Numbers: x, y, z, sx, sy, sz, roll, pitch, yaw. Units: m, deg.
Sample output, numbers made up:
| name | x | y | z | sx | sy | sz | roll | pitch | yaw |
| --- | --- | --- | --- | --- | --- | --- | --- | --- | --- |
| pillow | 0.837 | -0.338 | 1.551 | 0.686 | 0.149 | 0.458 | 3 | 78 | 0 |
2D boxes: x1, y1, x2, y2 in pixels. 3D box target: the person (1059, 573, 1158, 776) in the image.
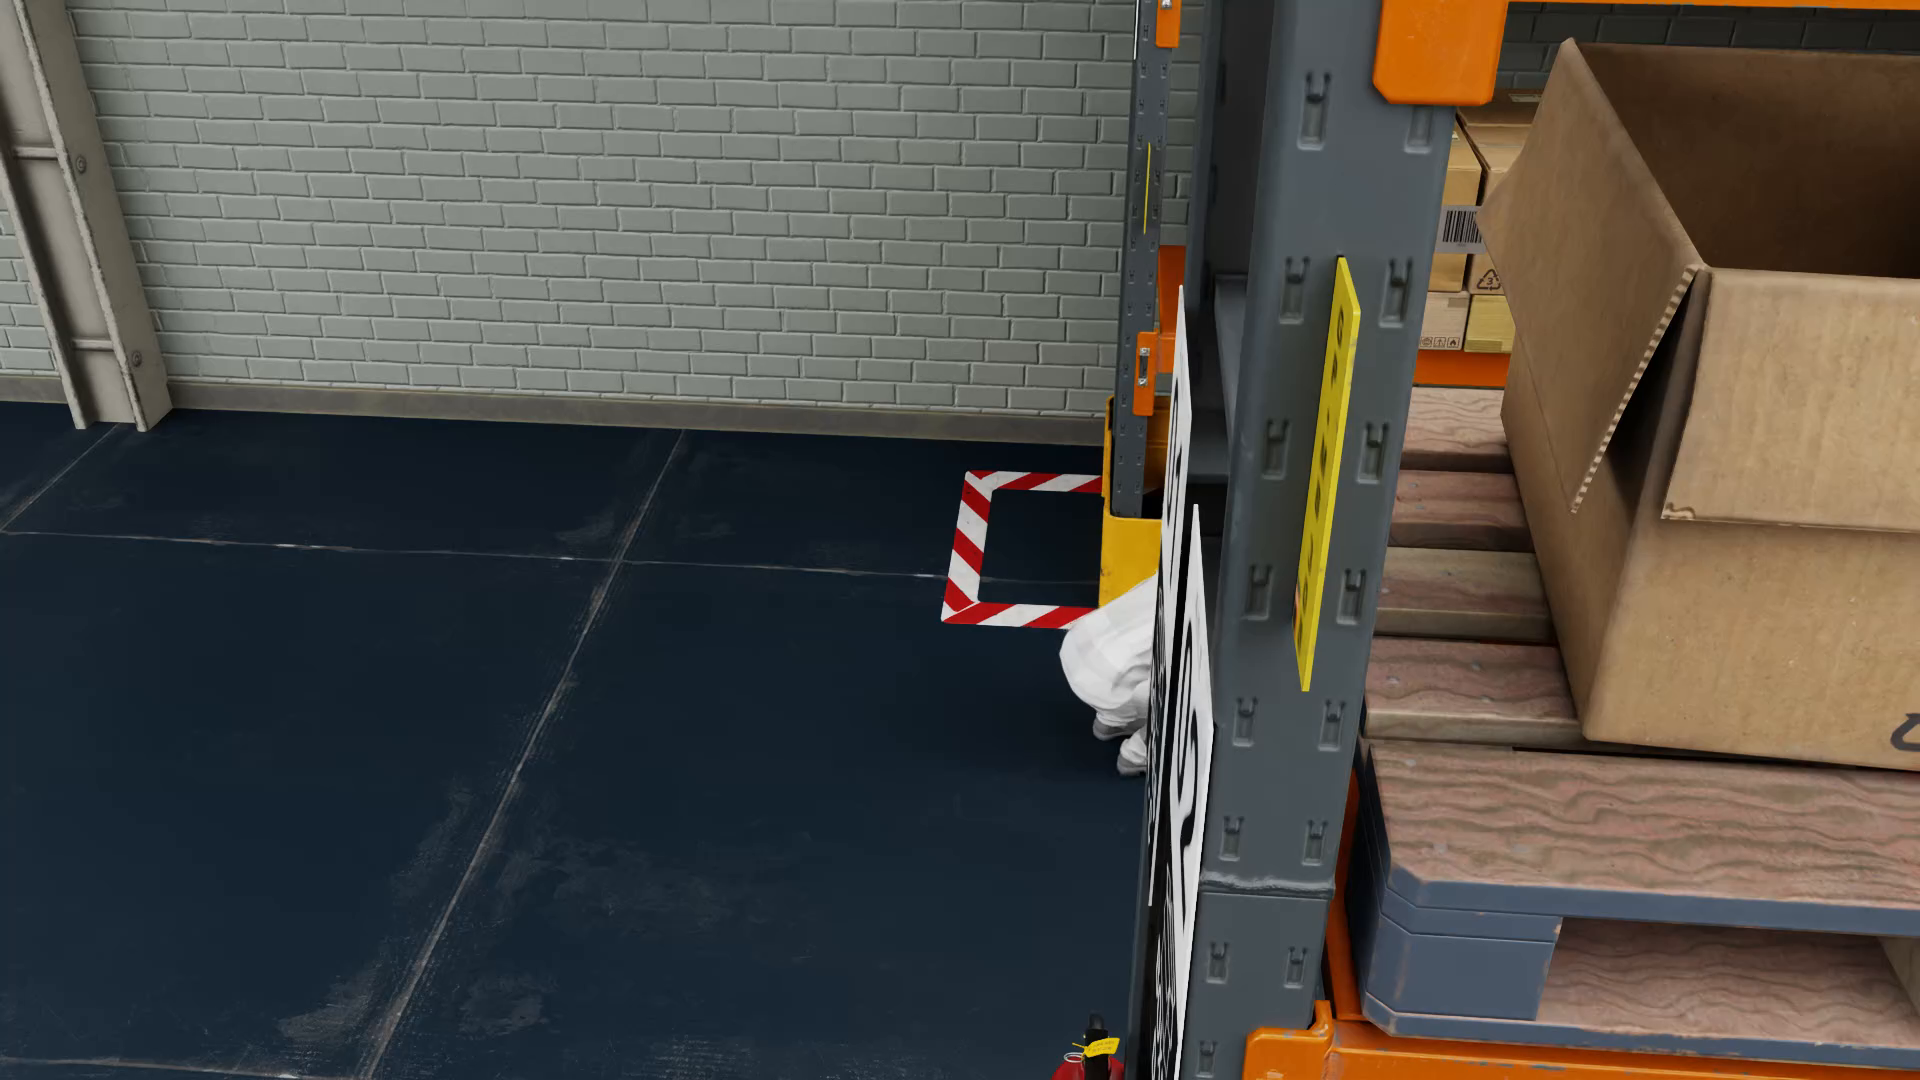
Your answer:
| name | x | y | z | sx | sy | sz | roll | pitch | yaw |
| --- | --- | --- | --- | --- | --- | --- | --- | --- | --- |
| person | 0.832 | 0.461 | 6.309 | 0.908 | 0.877 | 0.551 | -4 | 32 | -7 |
